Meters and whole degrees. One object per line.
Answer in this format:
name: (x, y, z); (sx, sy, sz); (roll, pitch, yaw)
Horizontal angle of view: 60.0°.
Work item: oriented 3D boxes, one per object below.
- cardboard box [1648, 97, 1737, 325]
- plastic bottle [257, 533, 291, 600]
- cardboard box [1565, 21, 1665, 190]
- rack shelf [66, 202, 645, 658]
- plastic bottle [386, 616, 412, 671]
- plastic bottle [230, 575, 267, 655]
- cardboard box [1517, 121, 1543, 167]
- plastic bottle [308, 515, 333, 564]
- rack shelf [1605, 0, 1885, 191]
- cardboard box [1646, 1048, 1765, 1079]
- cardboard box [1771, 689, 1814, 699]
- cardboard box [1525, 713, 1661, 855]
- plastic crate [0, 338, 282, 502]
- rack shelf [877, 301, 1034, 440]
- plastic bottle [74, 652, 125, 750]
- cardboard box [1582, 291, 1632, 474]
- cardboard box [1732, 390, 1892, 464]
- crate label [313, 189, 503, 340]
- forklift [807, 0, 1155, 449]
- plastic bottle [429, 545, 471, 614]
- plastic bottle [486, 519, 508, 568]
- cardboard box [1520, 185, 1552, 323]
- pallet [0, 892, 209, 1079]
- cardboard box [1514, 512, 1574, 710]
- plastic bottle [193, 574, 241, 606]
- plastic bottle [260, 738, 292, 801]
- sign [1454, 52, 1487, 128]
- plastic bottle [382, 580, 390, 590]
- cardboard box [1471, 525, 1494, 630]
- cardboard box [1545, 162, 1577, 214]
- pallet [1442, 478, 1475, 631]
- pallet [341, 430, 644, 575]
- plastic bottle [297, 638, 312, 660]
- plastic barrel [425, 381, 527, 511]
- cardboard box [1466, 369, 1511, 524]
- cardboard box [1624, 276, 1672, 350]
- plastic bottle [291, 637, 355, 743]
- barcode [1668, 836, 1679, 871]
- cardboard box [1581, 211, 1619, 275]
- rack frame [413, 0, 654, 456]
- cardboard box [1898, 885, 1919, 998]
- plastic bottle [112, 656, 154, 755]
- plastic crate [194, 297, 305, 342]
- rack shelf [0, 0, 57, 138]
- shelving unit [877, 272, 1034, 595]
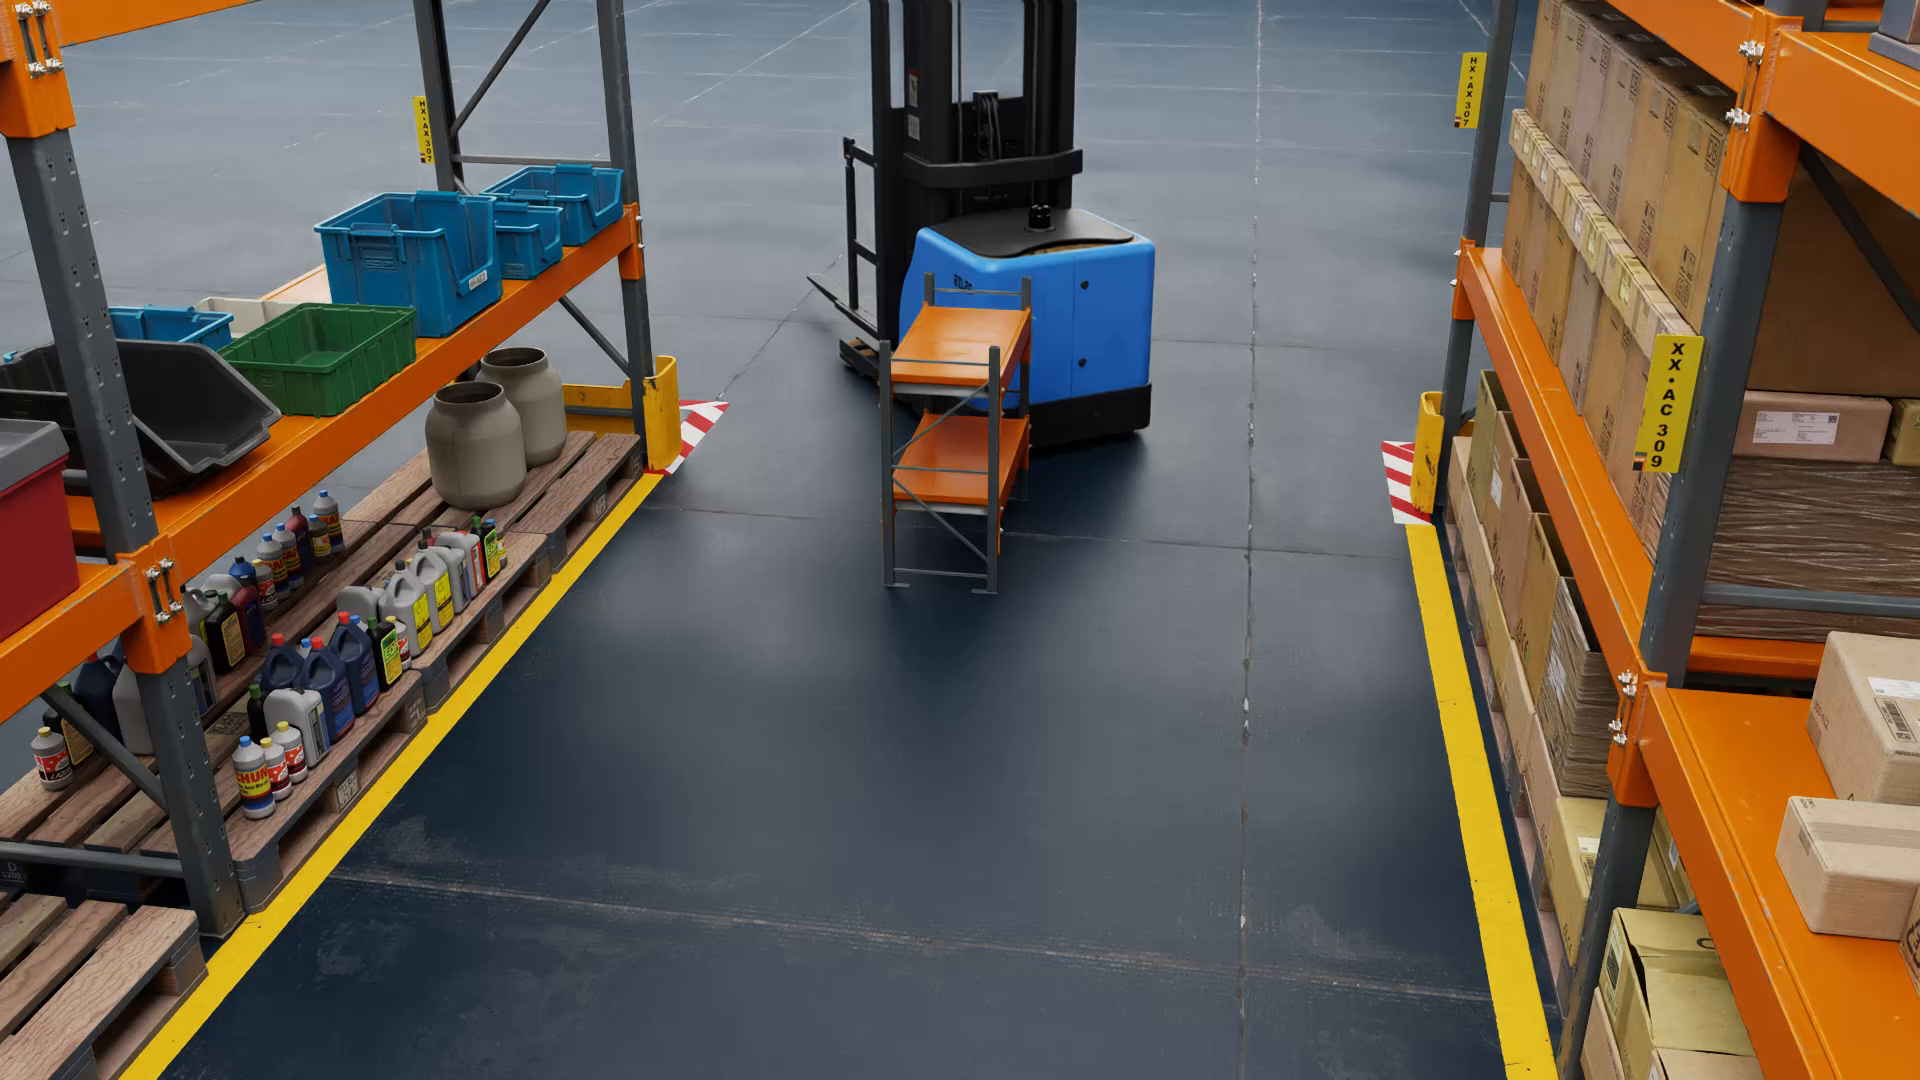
cardboard box: (2.290, -0.870, 4.421); (0.700, 0.500, 0.500); (4, 25, 8)
plastic bottle: (-2.766, 0.101, 6.694); (0.097, 0.271, 0.097); (0, 25, 0)
cardboard box: (2.536, -1.497, 5.762); (0.700, 0.500, 0.500); (4, 25, 9)
rack shelf: (-2.417, -0.695, 6.544); (1.077, 0.370, 4.000); (4, 25, 9)
plastic bottle: (-2.102, 0.380, 6.183); (0.097, 0.201, 0.097); (0, 25, 0)
plastic bottle: (-2.703, 0.282, 6.295); (0.061, 0.283, 0.133); (4, 25, 9)
cardboard box: (2.479, -1.591, 6.729); (0.380, 0.149, 0.250); (3, 25, 7)
plastic bottle: (-2.711, -0.009, 7.012); (0.097, 0.201, 0.097); (0, 25, 0)
rack shelf: (2.469, -1.708, 5.172); (1.077, 0.370, 4.000); (4, 25, 9)
cardboard box: (1.742, 1.327, 3.464); (0.500, 0.311, 0.500); (4, 25, 8)
cardboard box: (2.527, 0.704, 4.571); (0.500, 0.500, 0.500); (4, 25, 9)
cardboard box: (2.094, 0.798, 5.254); (0.500, 0.250, 0.500); (4, 25, 9)
plastic crate: (-2.533, -0.366, 5.067); (0.767, 0.338, 0.504); (4, 25, 9)
rack shelf: (-0.001, -0.772, 7.381); (0.538, 0.278, 1.000); (4, 25, 9)
plastic bottle: (-2.923, 0.527, 5.691); (0.144, 0.351, 0.185); (3, 25, 7)
cardboard box: (2.374, -0.501, 5.164); (0.700, 0.500, 0.500); (4, 25, 9)
cardboard box: (1.975, -0.307, 3.984); (0.380, 0.149, 0.250); (4, 25, 8)
crate label: (-2.124, -1.084, 6.487); (0.502, 0.435, 0.616); (4, 25, 9)
forklift: (-0.066, -2.355, 9.324); (1.130, 2.935, 3.031); (-11, 27, -23)
plastic bottle: (-2.049, 0.137, 6.612); (0.152, 0.276, 0.135); (3, 25, 7)
plastic bottle: (-1.958, 0.010, 6.973); (0.097, 0.201, 0.097); (0, 25, 0)
cardboard box: (2.626, -1.143, 6.536); (0.700, 0.500, 0.500); (5, 25, 10)
pallet: (-2.834, 1.410, 4.488); (1.003, 0.211, 1.213); (4, 25, 9)
cardboard box: (2.174, 0.250, 5.542); (0.500, 0.500, 0.500); (4, 25, 9)
plastic bottle: (-2.808, 0.278, 6.312); (0.152, 0.276, 0.135); (4, 25, 9)
plastic bottle: (-2.243, 0.739, 5.415); (0.097, 0.201, 0.097); (0, 25, 0)
sign: (2.249, -1.981, 7.329); (0.100, 0.325, 0.005); (4, 25, 9)
plastic bottle: (-2.198, 0.251, 6.458); (0.097, 0.201, 0.097); (0, 25, 0)
cardboard box: (2.329, 0.170, 6.596); (0.500, 0.250, 0.500); (4, 25, 9)
cardboard box: (2.352, -1.270, 6.042); (0.380, 0.149, 0.250); (3, 25, 7)
pallet: (2.712, 0.073, 7.344); (1.003, 0.211, 1.213); (4, 25, 9)
pallet: (-2.194, -0.220, 7.970); (1.003, 0.211, 1.213); (4, 25, 9)
plastic bottle: (-2.298, 0.475, 5.897); (0.097, 0.271, 0.097); (0, 25, 0)
plastic barrel: (-2.204, -0.430, 7.570); (0.421, 0.512, 0.421); (0, 25, 0)
cardboard box: (2.409, -0.379, 6.884); (0.500, 0.500, 0.500); (4, 25, 9)
cardboard box: (2.100, -0.630, 4.674); (0.380, 0.149, 0.250); (4, 25, 8)
plastic bottle: (-2.203, 0.508, 5.733); (0.144, 0.351, 0.185); (5, 25, 10)
barcode: (1.690, 0.737, 3.935); (0.001, 0.075, 0.075); (4, 25, 9)
cardboard box: (2.225, -0.949, 5.356); (0.380, 0.149, 0.250); (5, 26, 10)
rack frame: (-2.090, -1.857, 8.179); (1.000, 3.000, 0.127); (4, 25, 9)
cardboard box: (1.914, 0.656, 2.693); (0.500, 0.500, 0.500); (6, 26, 12)
plastic bottle: (-2.781, 0.537, 5.670); (0.144, 0.351, 0.185); (4, 25, 9)
plastic crate: (-2.729, -0.761, 6.149); (0.530, 0.136, 0.437); (4, 25, 9)
rack shelf: (-3.071, -0.380, 2.334); (1.077, 0.370, 4.000); (4, 25, 9)
shelving unit: (-0.001, -0.507, 7.506); (0.538, 1.125, 1.048); (4, 25, 9)
